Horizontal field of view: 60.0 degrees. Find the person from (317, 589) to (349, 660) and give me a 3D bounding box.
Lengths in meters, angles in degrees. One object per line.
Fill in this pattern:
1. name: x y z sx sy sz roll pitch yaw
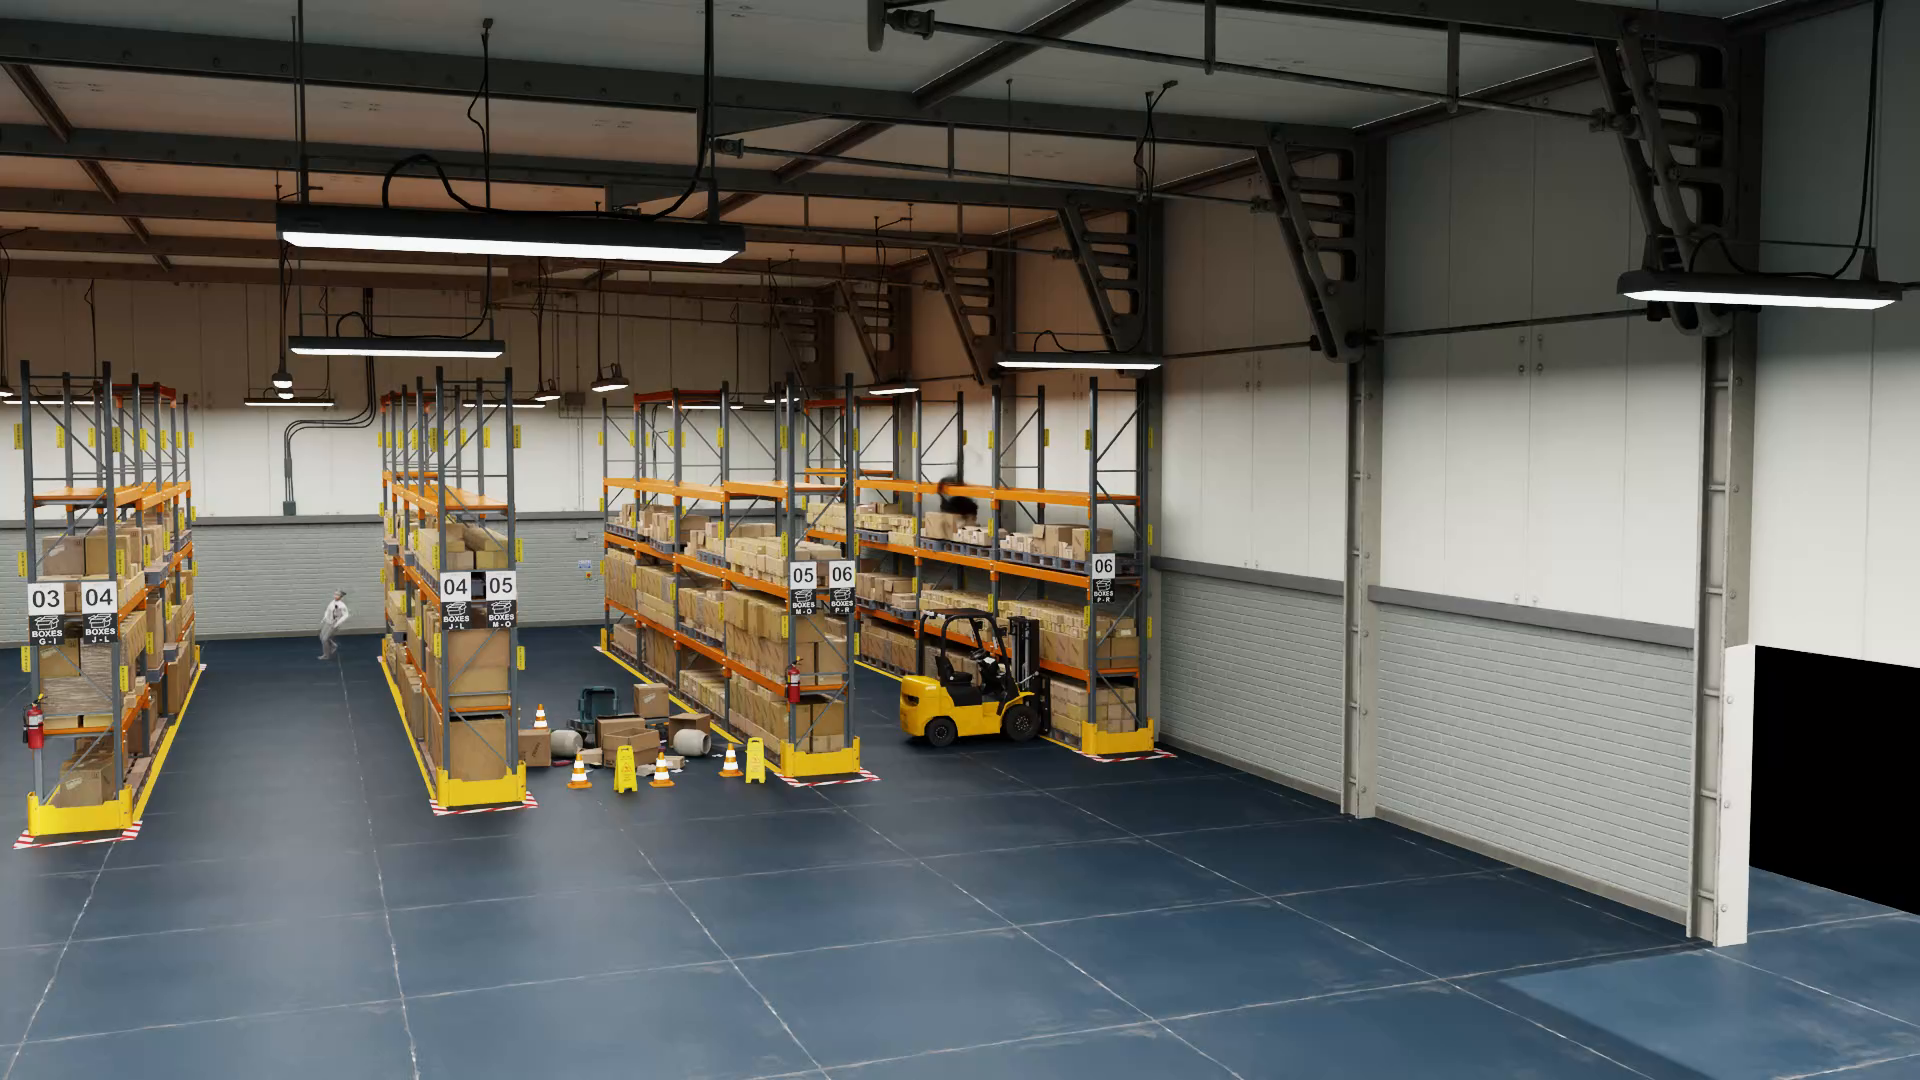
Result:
1. person: -14.269 1.916 37.835 0.673 1.606 0.559 3 4 37
